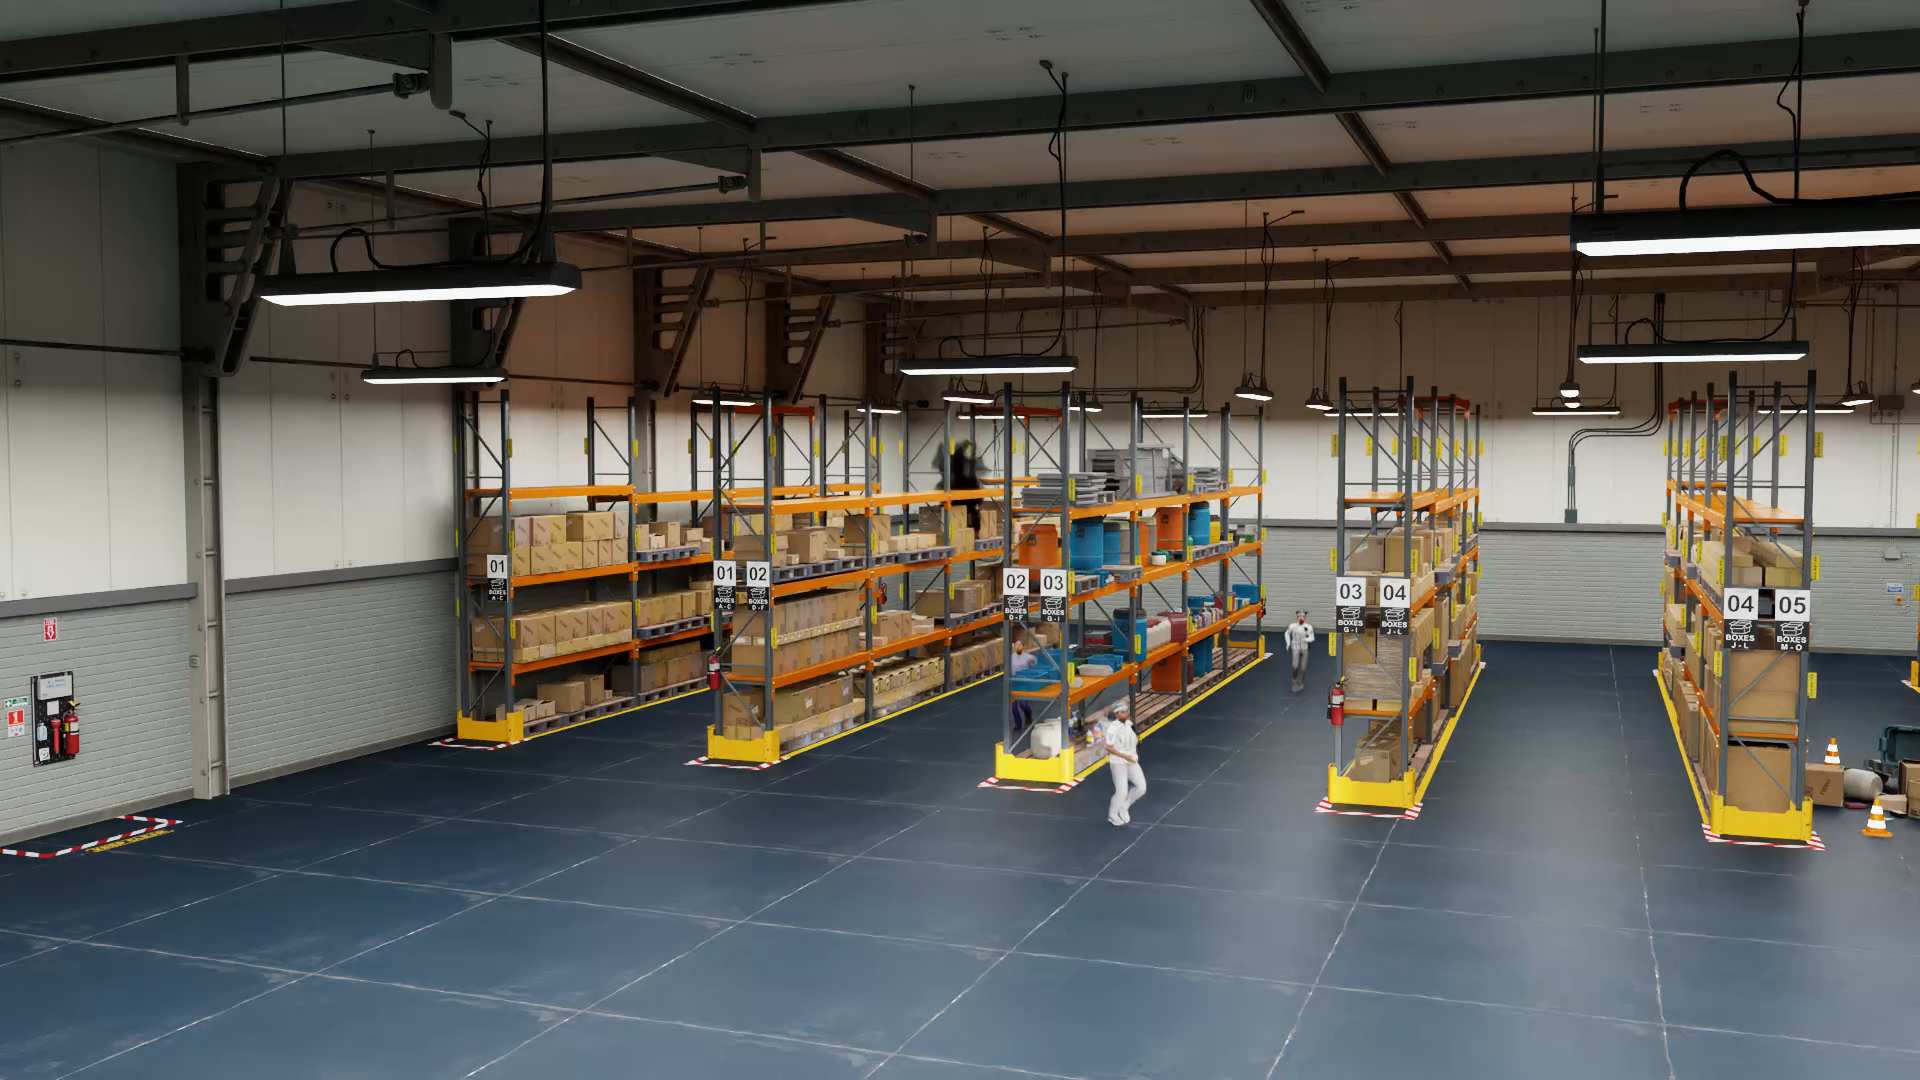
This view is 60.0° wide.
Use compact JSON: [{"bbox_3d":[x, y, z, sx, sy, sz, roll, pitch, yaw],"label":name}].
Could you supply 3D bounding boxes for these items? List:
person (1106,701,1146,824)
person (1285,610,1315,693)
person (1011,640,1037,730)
[{"bbox_3d":[2.198,2.954,22.067,0.590,1.659,0.582,-2,4,-38],"label":"person"},{"bbox_3d":[6.973,2.279,34.120,0.572,1.706,0.666,0,3,7],"label":"person"},{"bbox_3d":[1.047,2.575,29.533,0.601,1.599,0.528,1,3,20],"label":"person"}]
